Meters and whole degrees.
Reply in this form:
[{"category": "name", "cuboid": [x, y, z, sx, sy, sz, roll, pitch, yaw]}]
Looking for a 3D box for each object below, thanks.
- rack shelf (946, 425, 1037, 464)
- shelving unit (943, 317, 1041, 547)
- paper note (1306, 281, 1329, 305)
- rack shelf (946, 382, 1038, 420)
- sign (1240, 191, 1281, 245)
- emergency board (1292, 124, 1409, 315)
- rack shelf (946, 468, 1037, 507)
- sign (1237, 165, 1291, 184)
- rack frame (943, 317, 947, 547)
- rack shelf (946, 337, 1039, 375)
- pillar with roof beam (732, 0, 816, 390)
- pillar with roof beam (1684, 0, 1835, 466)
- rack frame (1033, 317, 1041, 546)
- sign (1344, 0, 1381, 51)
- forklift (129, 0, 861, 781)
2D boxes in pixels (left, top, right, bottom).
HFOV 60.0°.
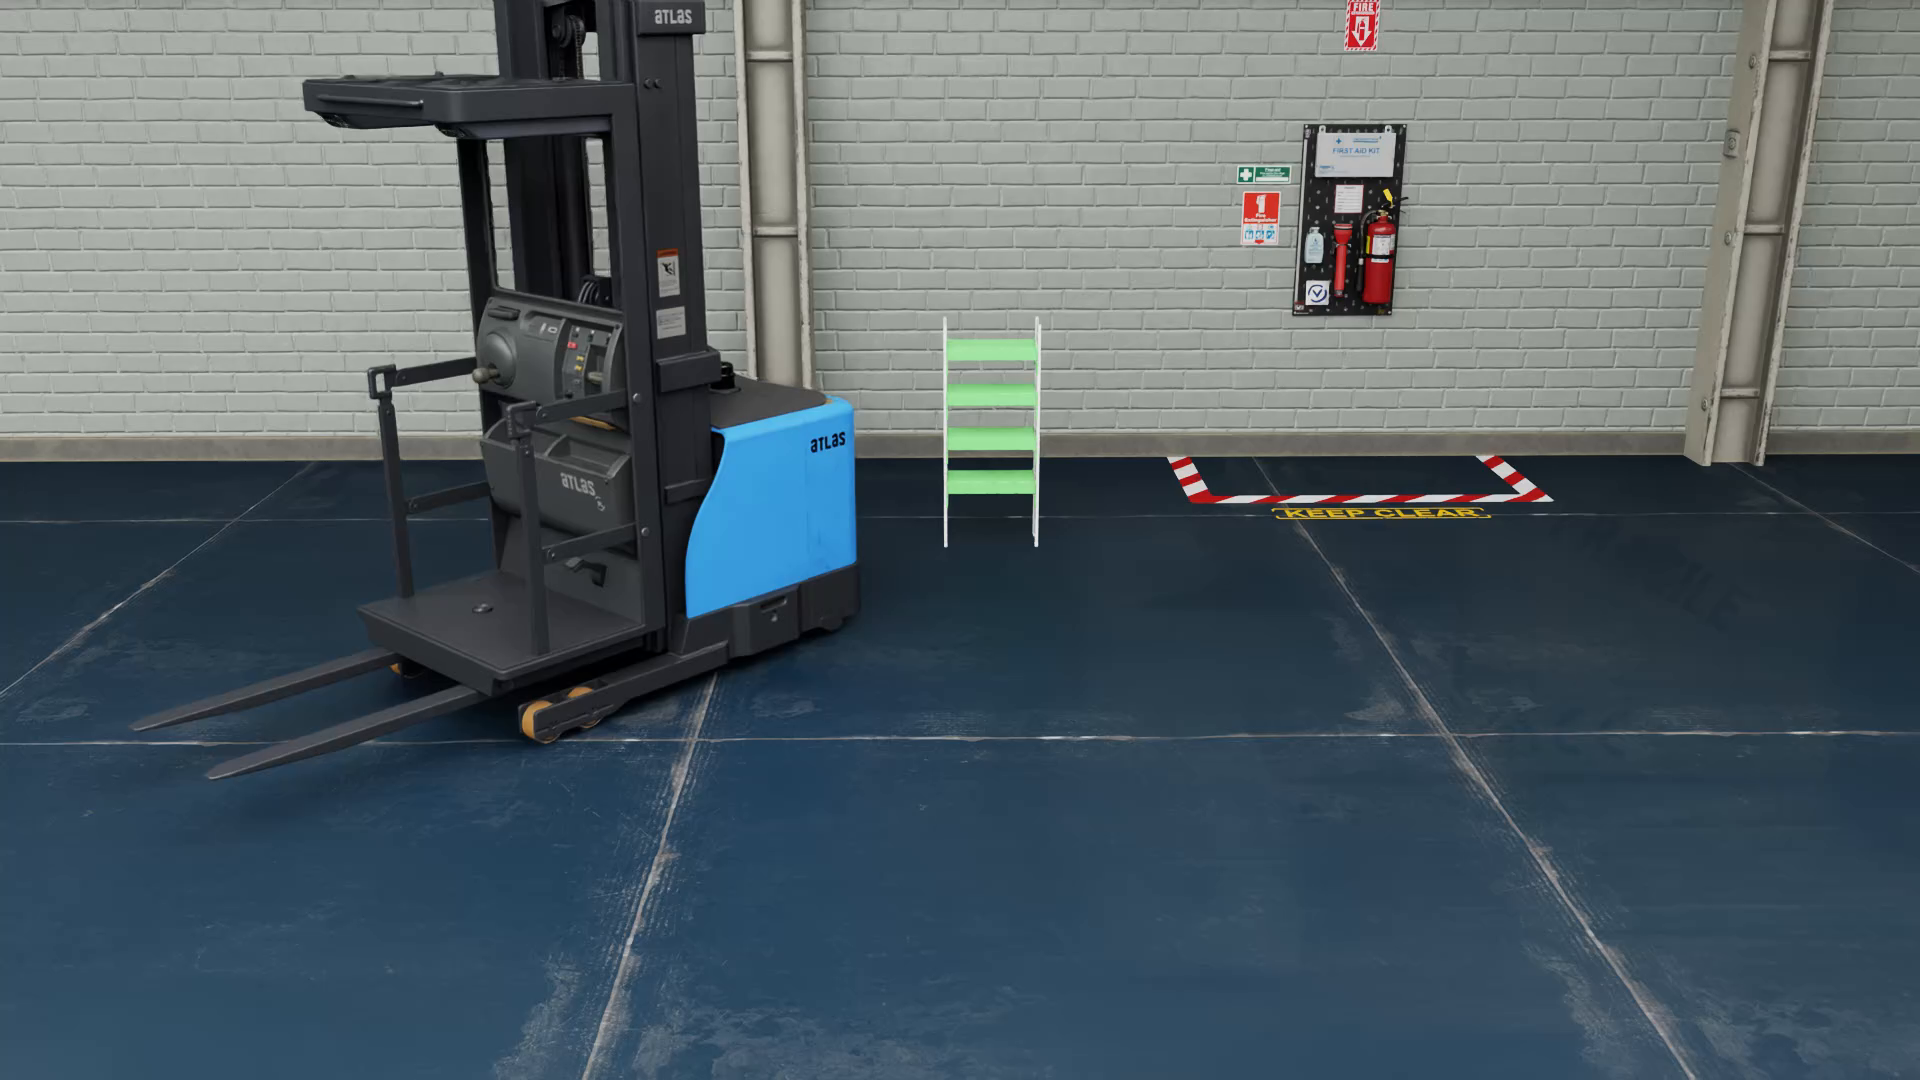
[{"category": "rack shelf", "cuboid": [0.166, -0.511, 8.886, 0.480, 0.148, 0.258, 0, 18, -1]}, {"category": "shelving unit", "cuboid": [0.166, -0.572, 8.867, 0.503, 1.200, 0.258, 0, 18, -1]}, {"category": "paper note", "cuboid": [2.235, -1.545, 10.395, 0.142, 0.148, 0.016, 0, 18, -1]}, {"category": "rack shelf", "cuboid": [0.166, -0.740, 8.813, 0.480, 0.148, 0.258, 0, 18, -1]}, {"category": "sign", "cuboid": [1.859, -1.990, 10.281, 0.234, 0.329, 0.001, 0, 18, -1]}, {"category": "emergency board", "cuboid": [2.413, -1.944, 10.197, 0.643, 1.169, 0.194, 0, 18, -1]}, {"category": "rack shelf", "cuboid": [0.166, -0.283, 8.960, 0.480, 0.148, 0.258, 0, 18, -1]}, {"category": "sign", "cuboid": [1.863, -2.239, 10.192, 0.331, 0.109, 0.001, 0, 18, -1]}, {"category": "rack frame", "cuboid": [-0.078, -0.571, 8.863, 0.015, 1.200, 0.240, 0, 18, -1]}, {"category": "rack shelf", "cuboid": [0.166, -0.968, 8.740, 0.480, 0.148, 0.258, 0, 18, -1]}, {"category": "pillar with roof beam", "cuboid": [-1.047, -3.457, 5.093, 0.400, 9.000, 9.100, 0, 18, -1]}, {"category": "pillar with roof beam", "cuboid": [4.953, -3.486, 5.183, 0.400, 9.000, 9.100, 0, 18, -1]}, {"category": "rack frame", "cuboid": [0.409, -0.573, 8.870, 0.015, 1.200, 0.240, 0, 18, -1]}, {"category": "sign", "cuboid": [2.404, -3.078, 9.938, 0.199, 0.298, 0.001, 0, 18, -1]}, {"category": "forklift", "cuboid": [-1.823, -0.769, 6.646, 1.130, 2.935, 3.031, 15, 23, 39]}]
